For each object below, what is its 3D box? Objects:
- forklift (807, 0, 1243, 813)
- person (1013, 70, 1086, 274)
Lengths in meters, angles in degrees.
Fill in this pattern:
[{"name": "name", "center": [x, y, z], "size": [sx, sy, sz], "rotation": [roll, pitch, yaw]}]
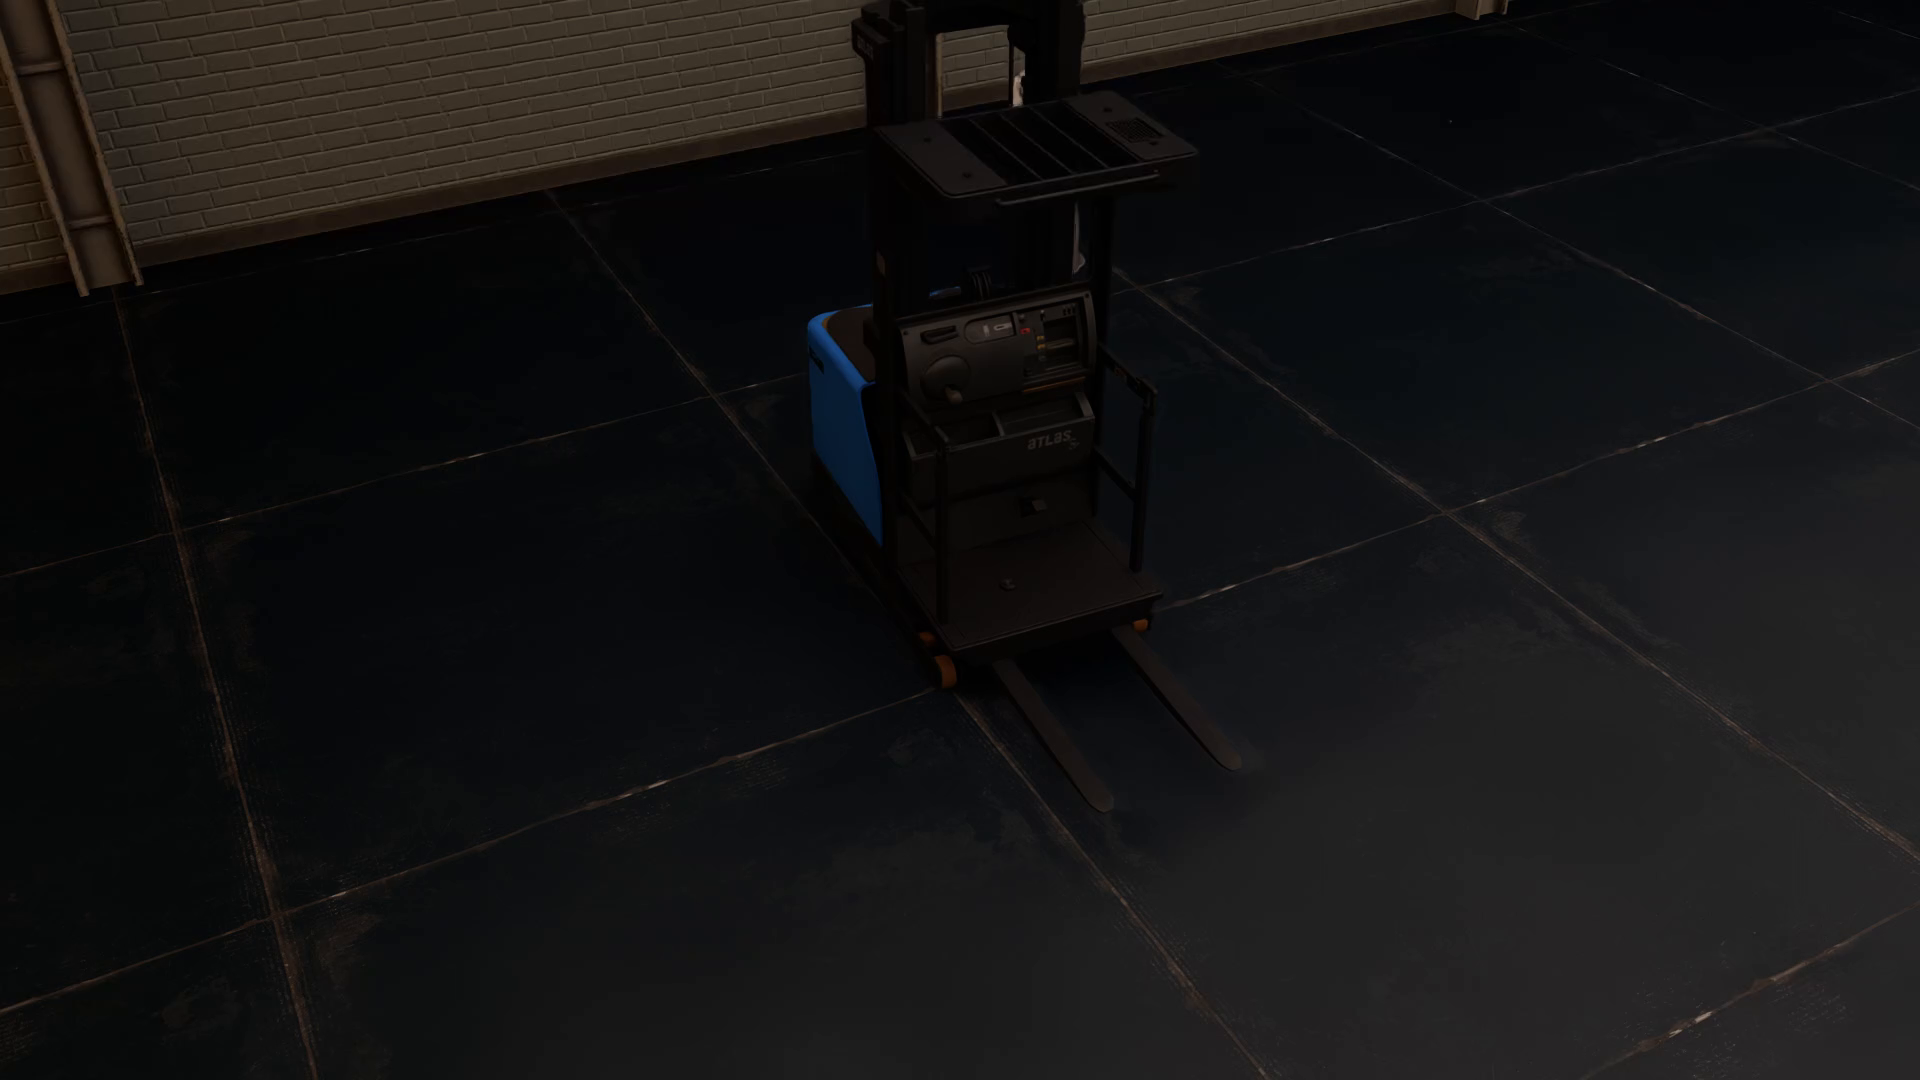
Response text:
[{"name": "forklift", "center": [0.267, -0.789, 7.240], "size": [1.130, 2.935, 3.031], "rotation": [-14, 38, -19]}, {"name": "person", "center": [0.573, -2.516, 10.768], "size": [0.535, 1.709, 0.459], "rotation": [7, 36, 10]}]
